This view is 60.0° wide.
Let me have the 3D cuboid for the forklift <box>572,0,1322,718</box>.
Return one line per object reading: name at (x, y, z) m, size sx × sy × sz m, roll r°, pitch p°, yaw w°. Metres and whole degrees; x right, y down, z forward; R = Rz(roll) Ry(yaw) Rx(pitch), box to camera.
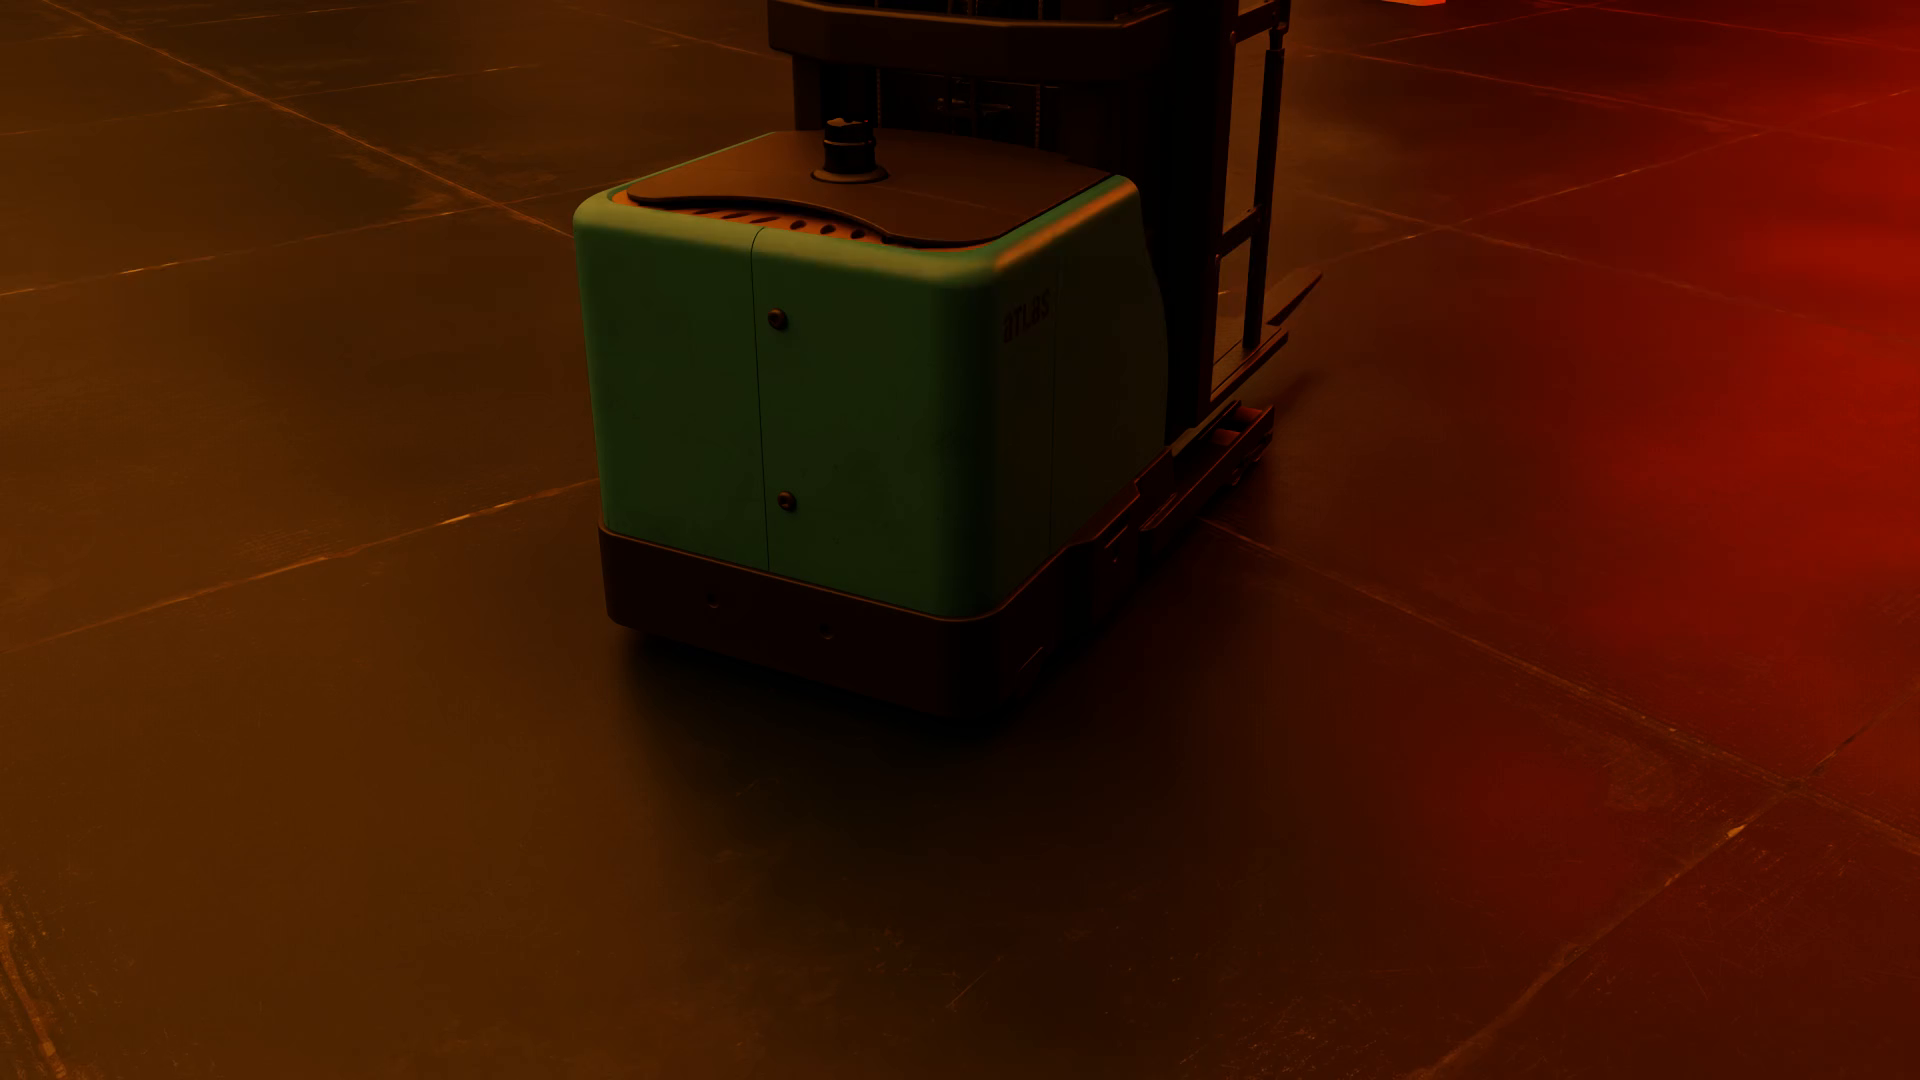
forklift at (0.285, -1.552, 4.331) m, size 1.130 × 2.935 × 3.031 m, roll 13°, pitch 29°, yaw 25°
